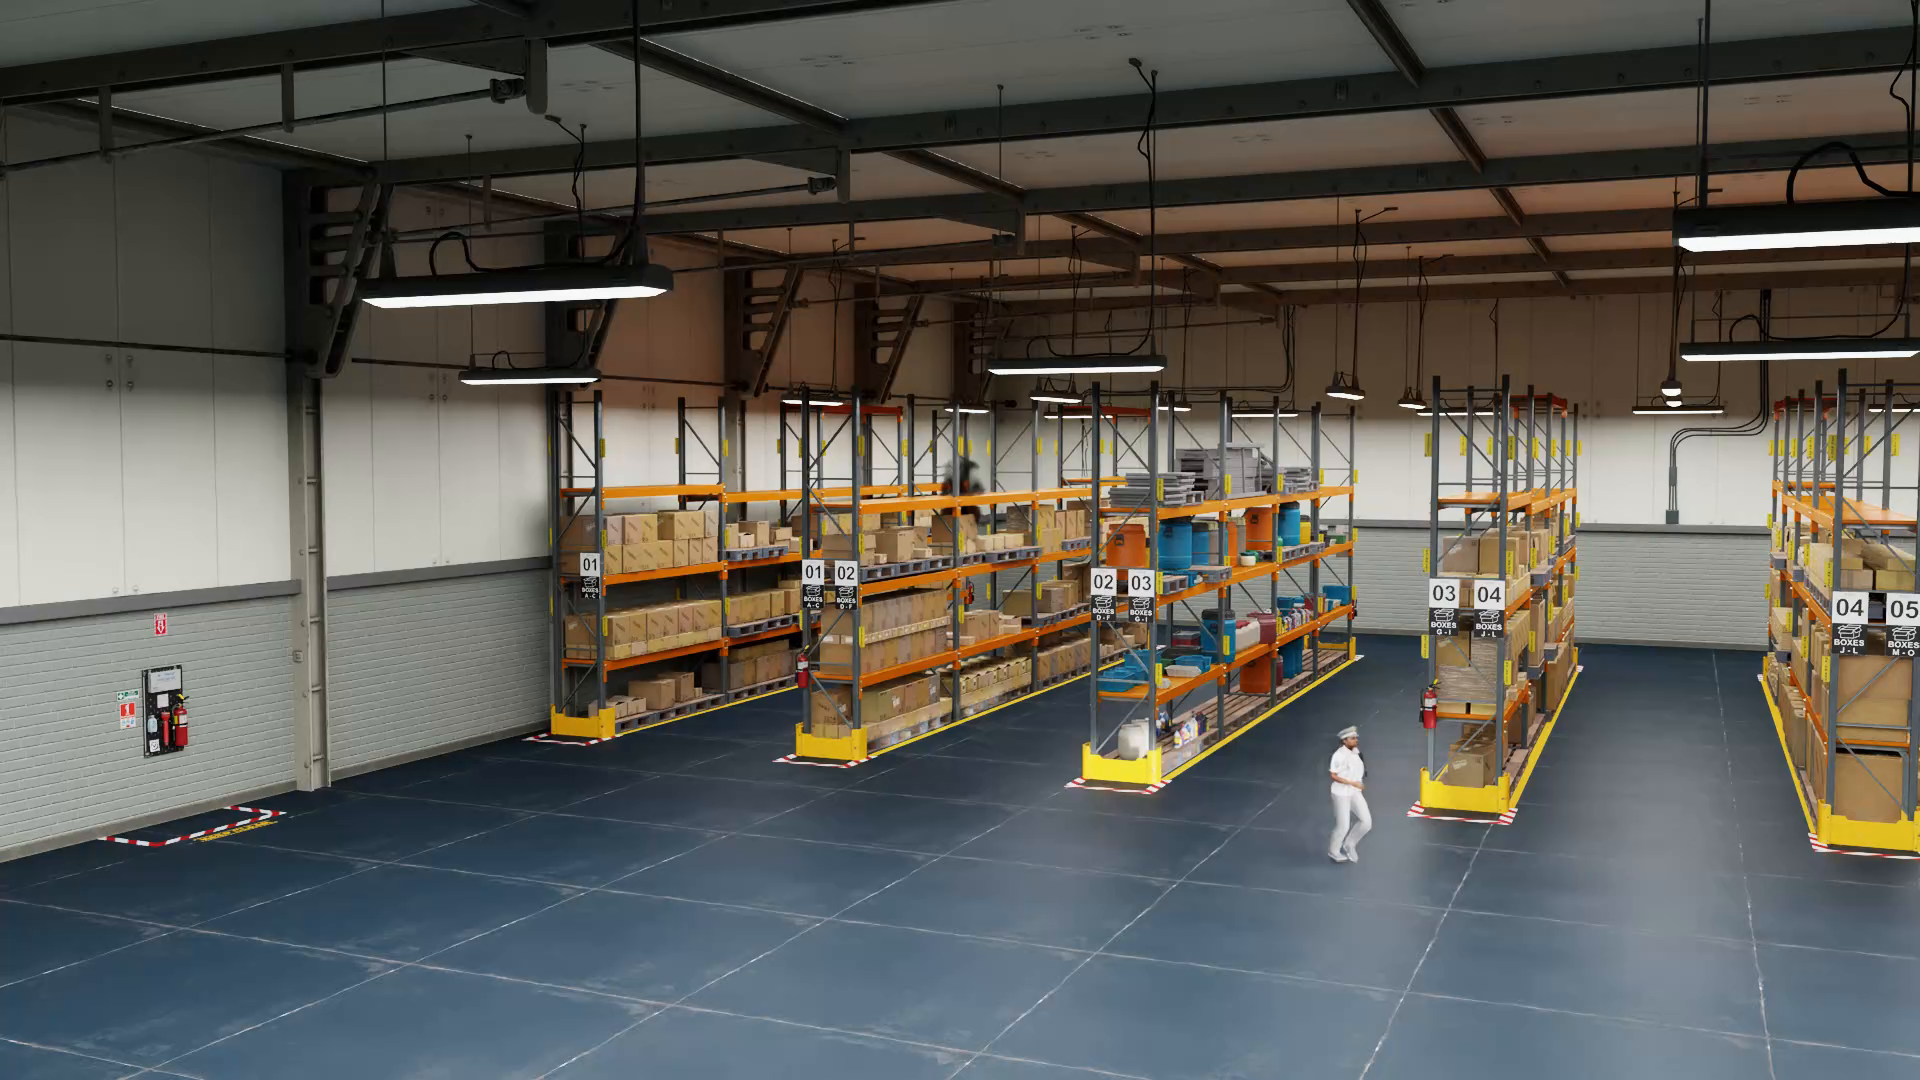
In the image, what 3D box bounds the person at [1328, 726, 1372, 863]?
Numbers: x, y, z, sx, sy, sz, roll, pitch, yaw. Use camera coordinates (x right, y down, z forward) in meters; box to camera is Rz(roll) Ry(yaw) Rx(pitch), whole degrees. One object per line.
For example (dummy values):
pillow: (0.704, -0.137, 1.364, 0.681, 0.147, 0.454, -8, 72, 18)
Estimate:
person: (4.680, 3.063, 19.970, 0.572, 1.685, 0.639, -2, 4, -34)
